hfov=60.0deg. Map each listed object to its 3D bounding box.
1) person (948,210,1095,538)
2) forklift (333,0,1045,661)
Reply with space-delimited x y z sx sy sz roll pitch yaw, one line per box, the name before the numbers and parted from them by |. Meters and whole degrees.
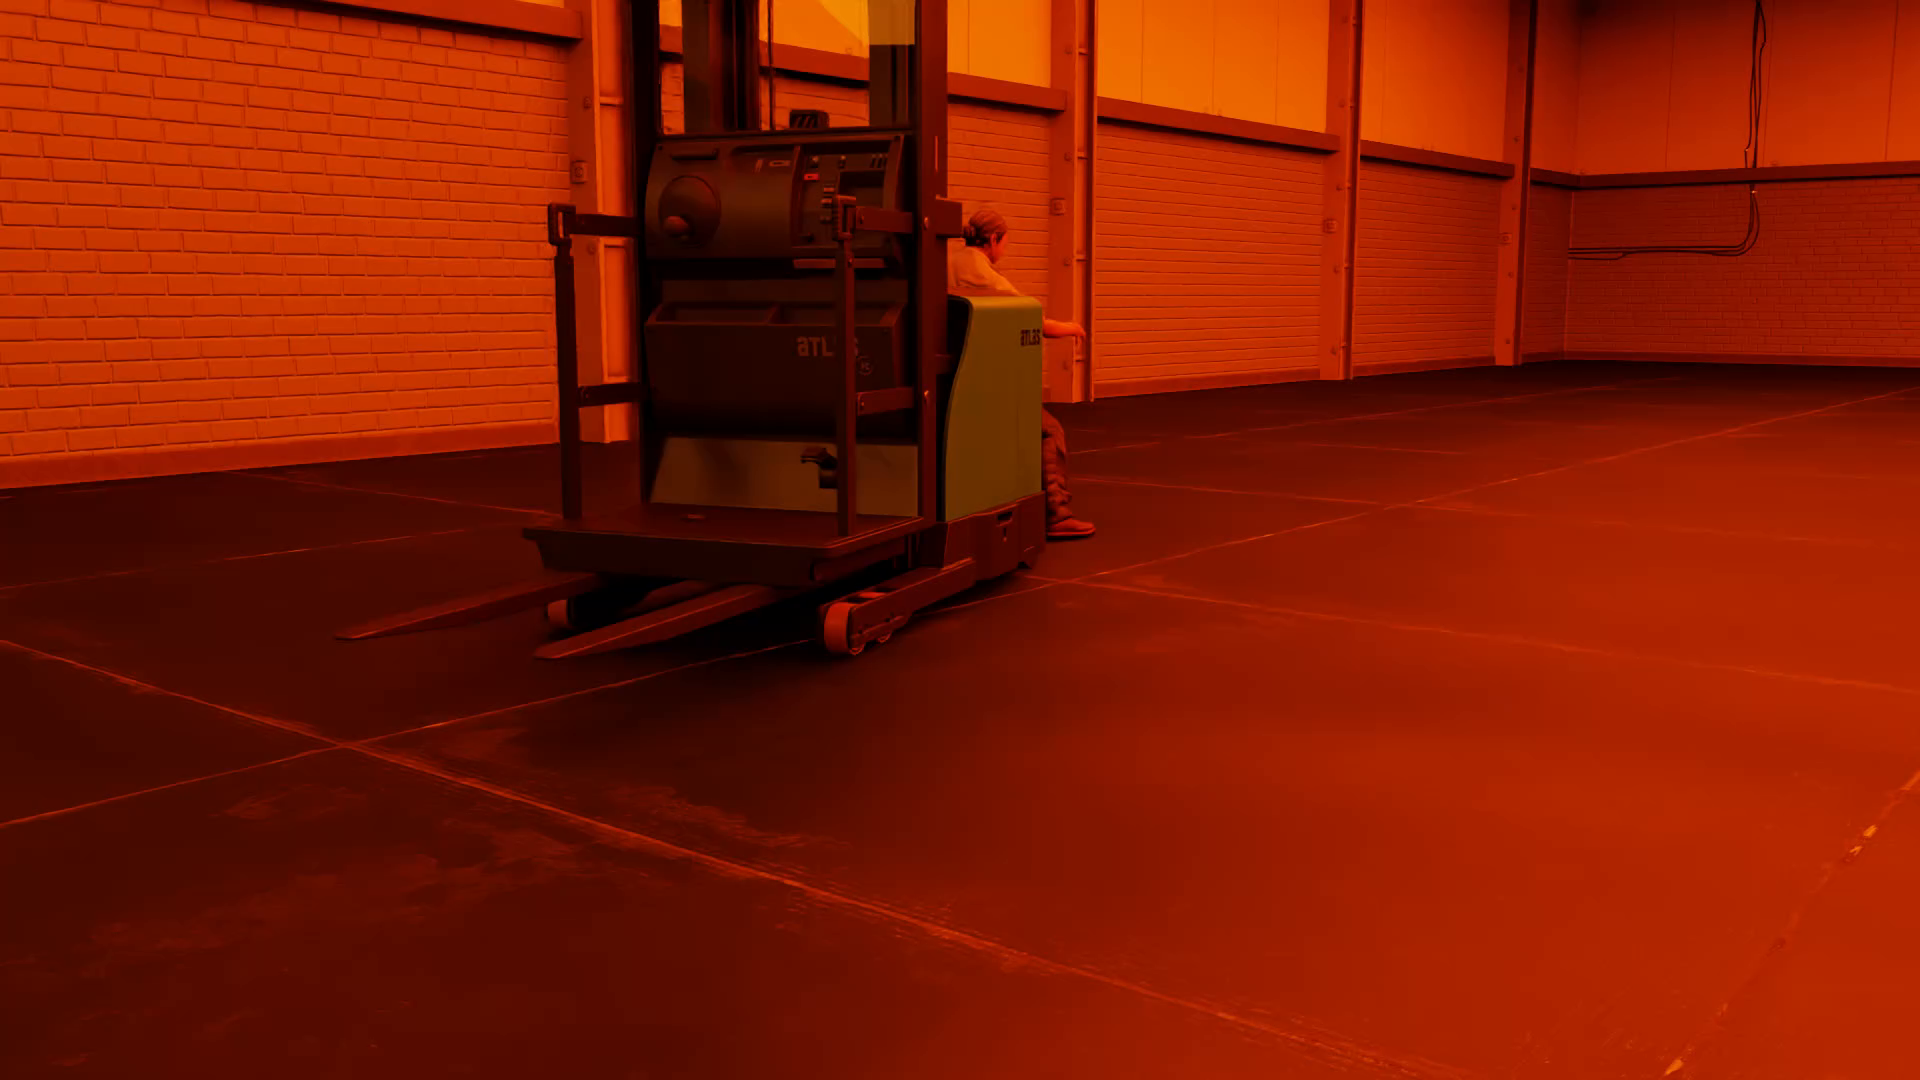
person | 0.171 -0.767 7.621 0.924 1.455 0.706 8 12 44
forklift | -0.696 -1.169 5.272 1.130 2.935 3.031 3 9 22
